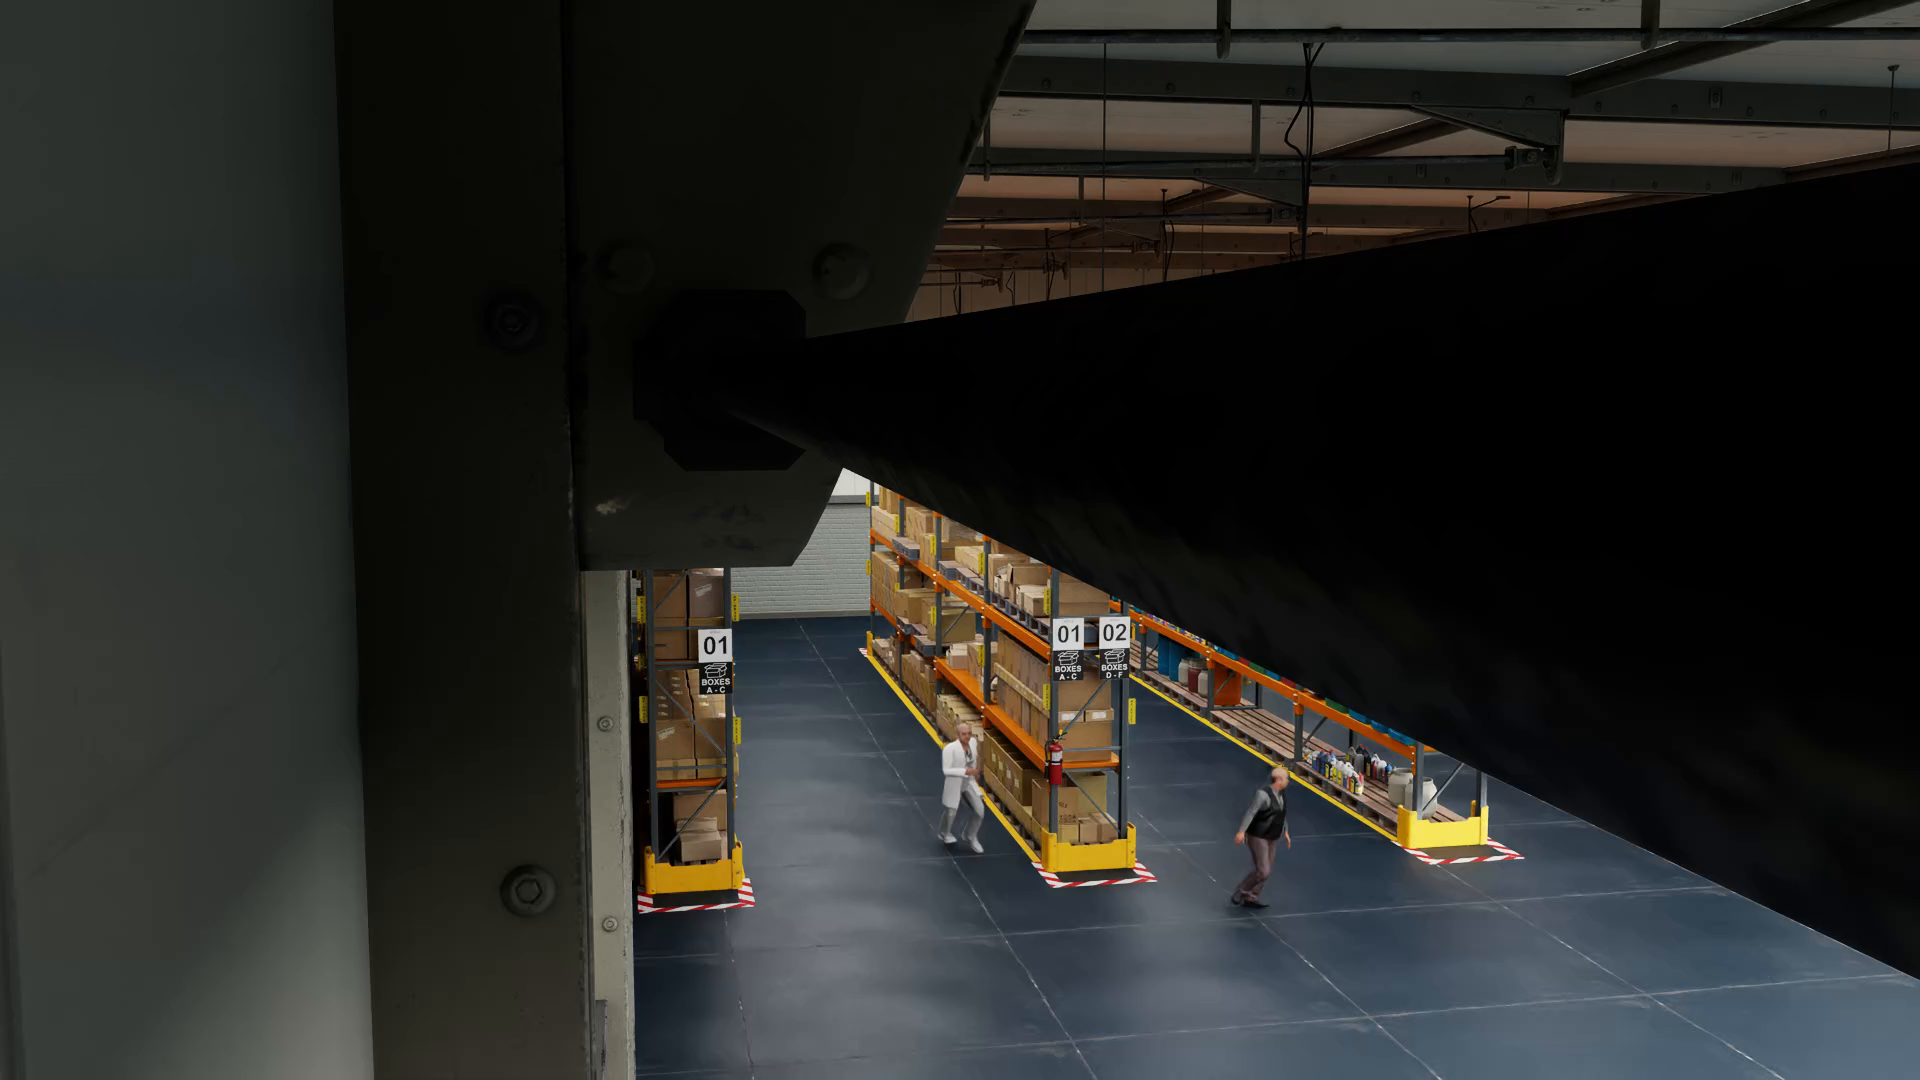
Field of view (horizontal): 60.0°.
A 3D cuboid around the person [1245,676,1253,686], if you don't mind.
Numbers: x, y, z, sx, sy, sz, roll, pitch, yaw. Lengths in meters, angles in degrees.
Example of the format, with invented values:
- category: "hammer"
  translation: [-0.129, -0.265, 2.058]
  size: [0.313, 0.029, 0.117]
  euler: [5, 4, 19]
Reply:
- category: "person"
  translation: [5.789, 1.976, 33.408]
  size: [0.710, 1.775, 0.811]
  euler: [-2, 6, -14]

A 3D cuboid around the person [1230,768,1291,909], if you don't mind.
- category: "person"
  translation: [3.521, 3.476, 19.412]
  size: [0.540, 1.685, 0.692]
  euler: [5, 8, 42]

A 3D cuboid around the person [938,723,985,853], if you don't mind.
- category: "person"
  translation: [-0.004, 3.210, 21.636]
  size: [0.641, 1.728, 1.029]
  euler: [-3, 7, -26]
